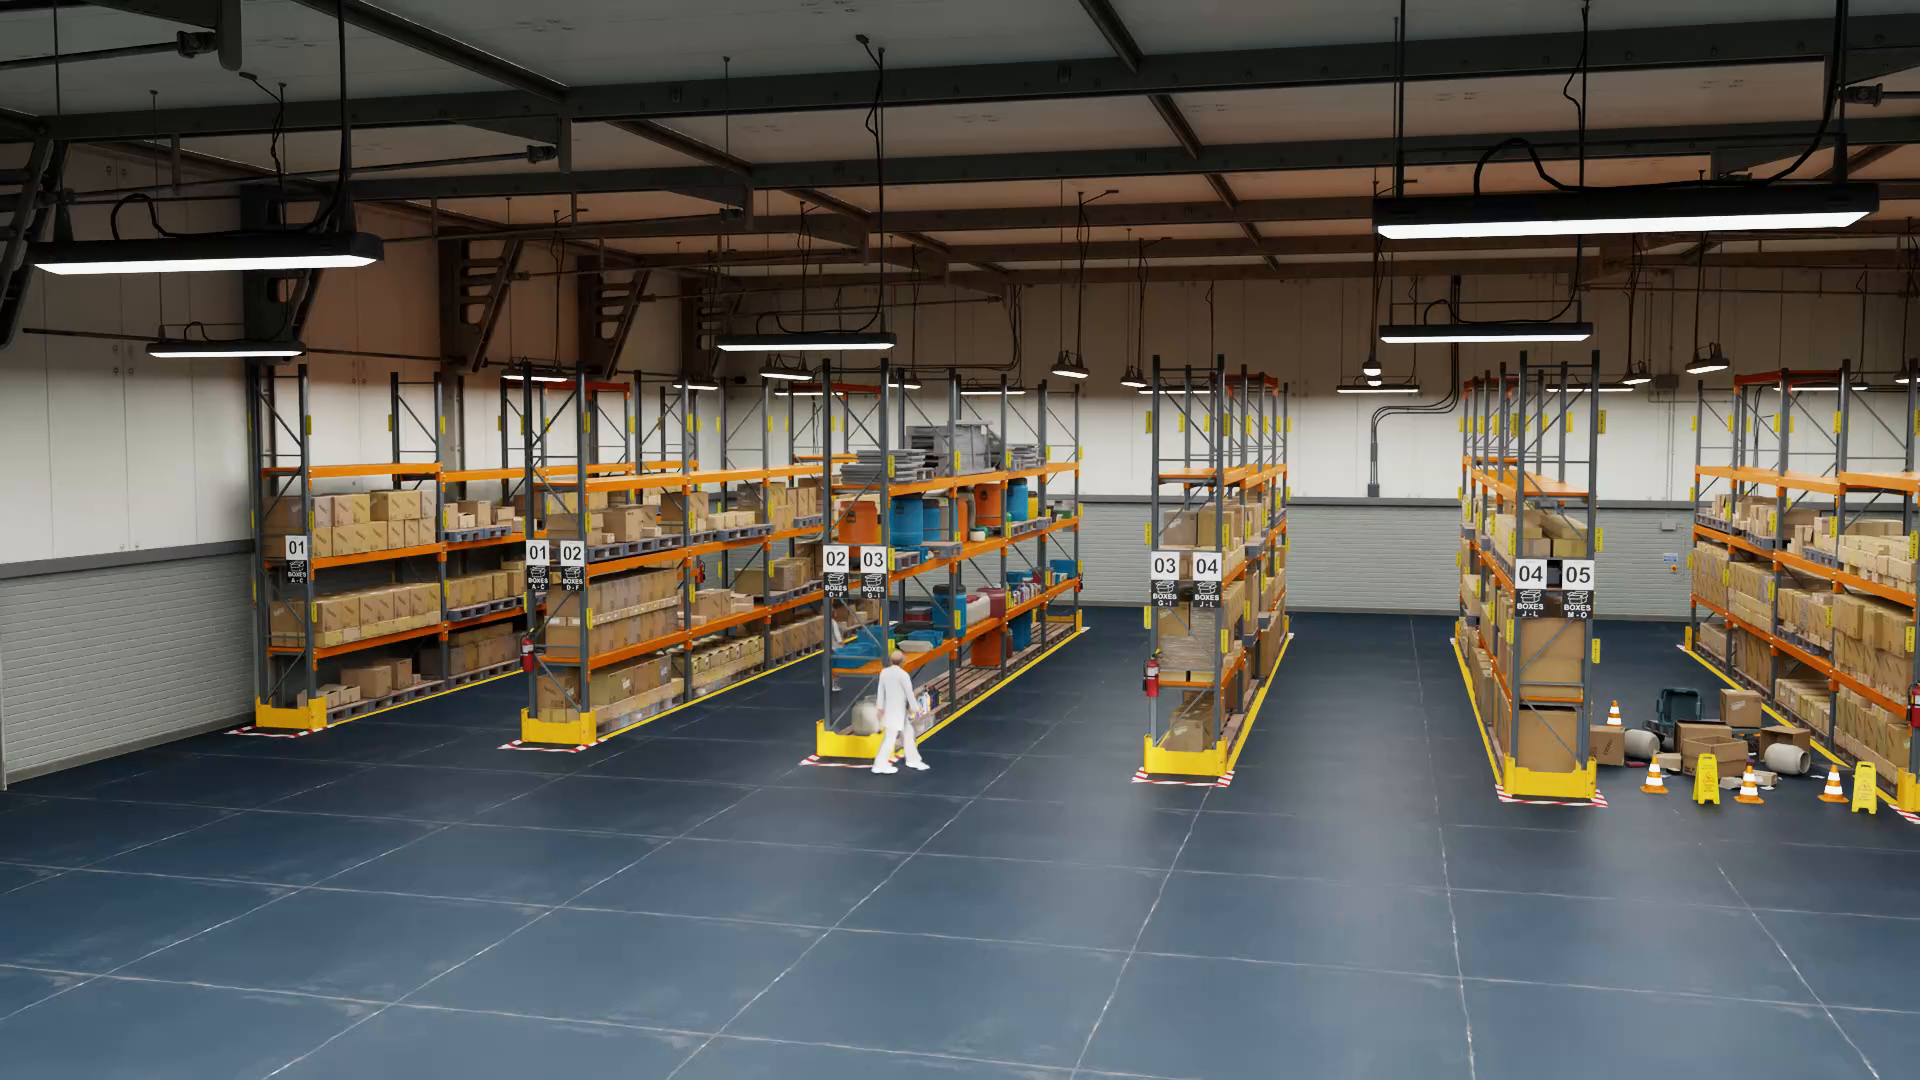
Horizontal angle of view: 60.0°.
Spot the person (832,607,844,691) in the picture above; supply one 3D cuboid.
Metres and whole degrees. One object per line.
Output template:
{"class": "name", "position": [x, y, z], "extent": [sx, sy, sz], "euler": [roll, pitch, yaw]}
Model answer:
{"class": "person", "position": [-2.319, 2.042, 31.154], "extent": [0.408, 1.579, 0.449], "euler": [-3, 5, -40]}

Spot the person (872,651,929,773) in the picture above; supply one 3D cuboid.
{"class": "person", "position": [-0.839, 2.469, 23.882], "extent": [0.891, 1.780, 0.540], "euler": [-1, 4, -13]}
